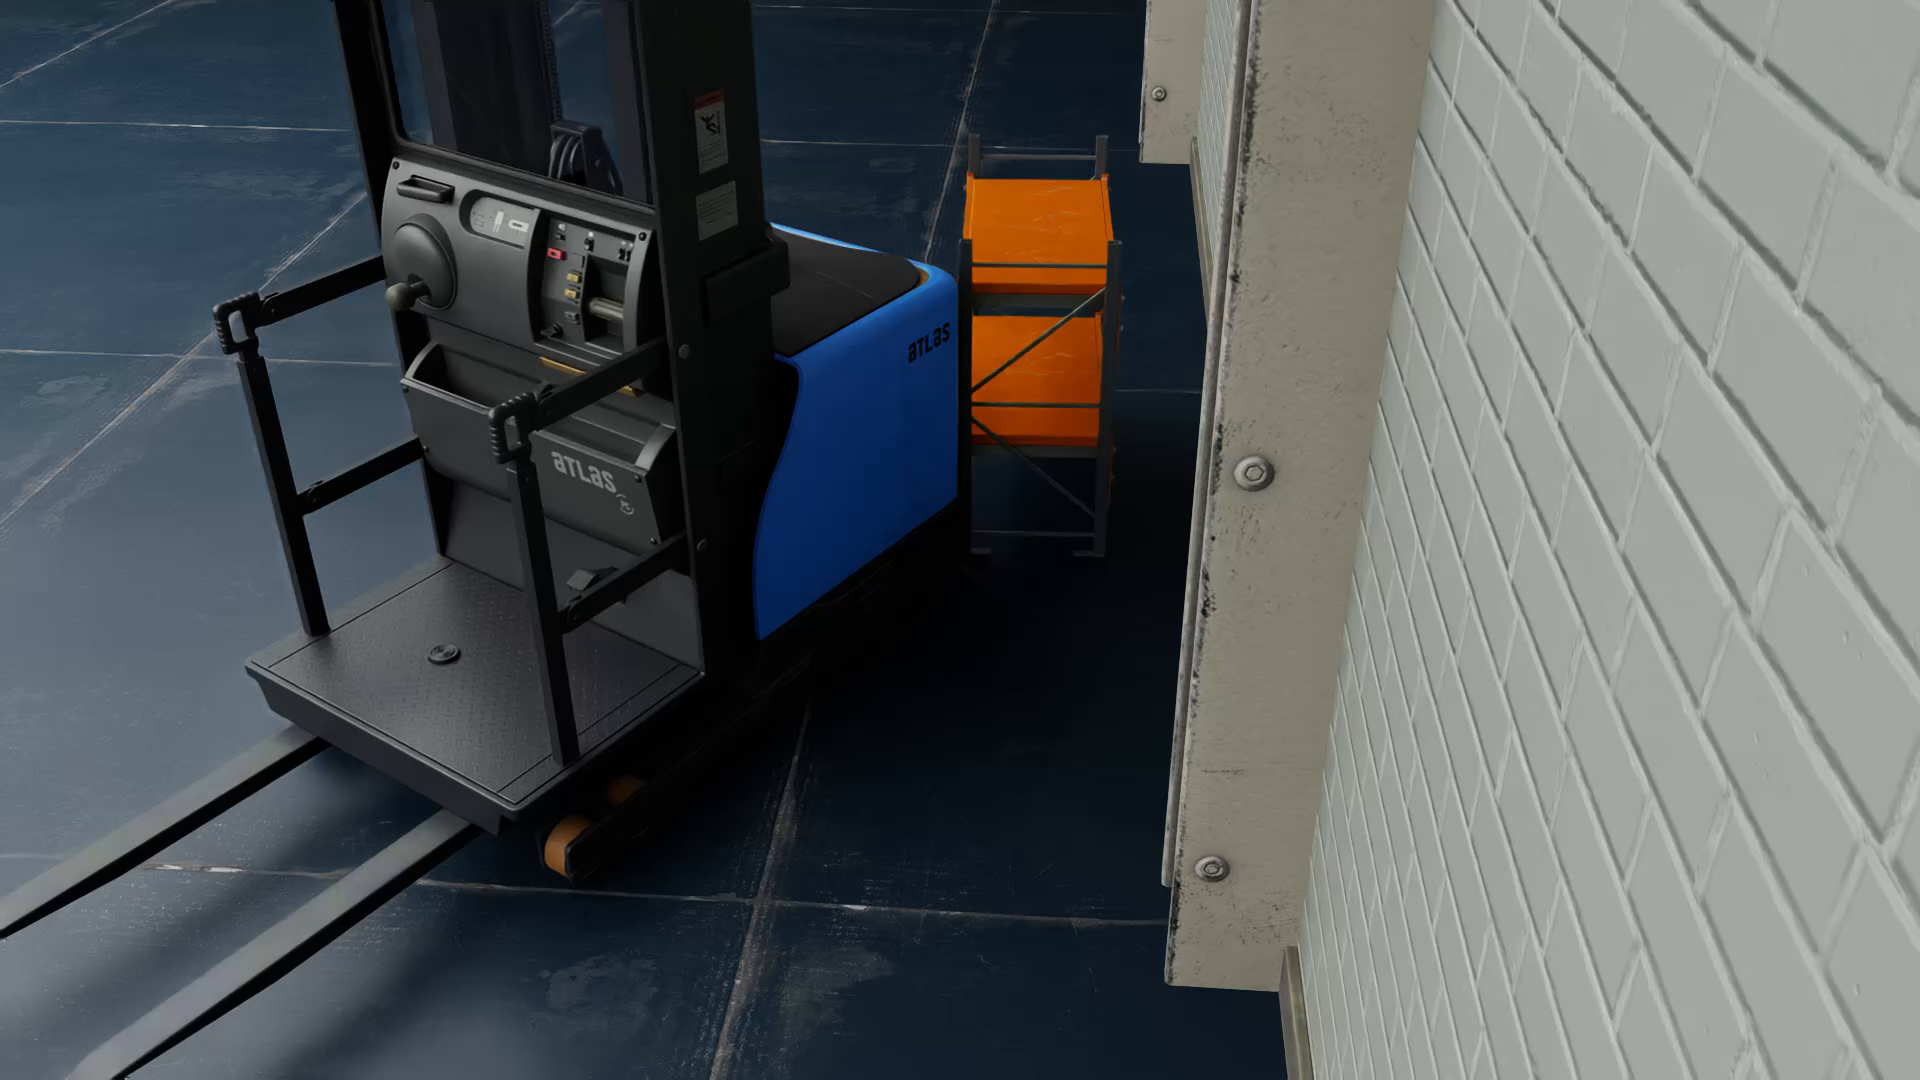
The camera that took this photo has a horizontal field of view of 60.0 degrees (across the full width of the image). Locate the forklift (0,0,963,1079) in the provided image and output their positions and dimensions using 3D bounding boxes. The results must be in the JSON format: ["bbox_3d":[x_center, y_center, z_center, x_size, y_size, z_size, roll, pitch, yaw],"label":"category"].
[{"bbox_3d":[-1.242,-0.654,4.018,1.130,2.935,3.031,20,37,29],"label":"forklift"}]

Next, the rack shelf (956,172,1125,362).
[{"bbox_3d":[0.263,-0.950,5.661,0.538,0.278,1.000,1,32,2],"label":"rack shelf"}]

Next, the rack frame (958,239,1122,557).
[{"bbox_3d":[0.245,-0.434,5.382,0.500,1.125,0.032,1,32,2],"label":"rack frame"}]

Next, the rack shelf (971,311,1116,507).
[{"bbox_3d":[0.263,-0.493,5.943,0.538,0.278,1.000,1,32,2],"label":"rack shelf"}]

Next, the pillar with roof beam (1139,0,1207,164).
[{"bbox_3d":[-3.137,-6.177,7.197,9.100,9.000,0.400,2,32,4],"label":"pillar with roof beam"}]

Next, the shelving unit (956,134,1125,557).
[{"bbox_3d":[0.263,-0.701,5.815,0.538,1.125,1.048,1,32,2],"label":"shelving unit"}]

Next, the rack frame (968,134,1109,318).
[{"bbox_3d":[0.281,-0.967,6.247,0.500,1.125,0.032,1,32,2],"label":"rack frame"}]

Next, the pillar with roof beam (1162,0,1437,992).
[{"bbox_3d":[-3.626,-3.040,2.106,9.100,9.000,0.400,2,32,4],"label":"pillar with roof beam"}]
